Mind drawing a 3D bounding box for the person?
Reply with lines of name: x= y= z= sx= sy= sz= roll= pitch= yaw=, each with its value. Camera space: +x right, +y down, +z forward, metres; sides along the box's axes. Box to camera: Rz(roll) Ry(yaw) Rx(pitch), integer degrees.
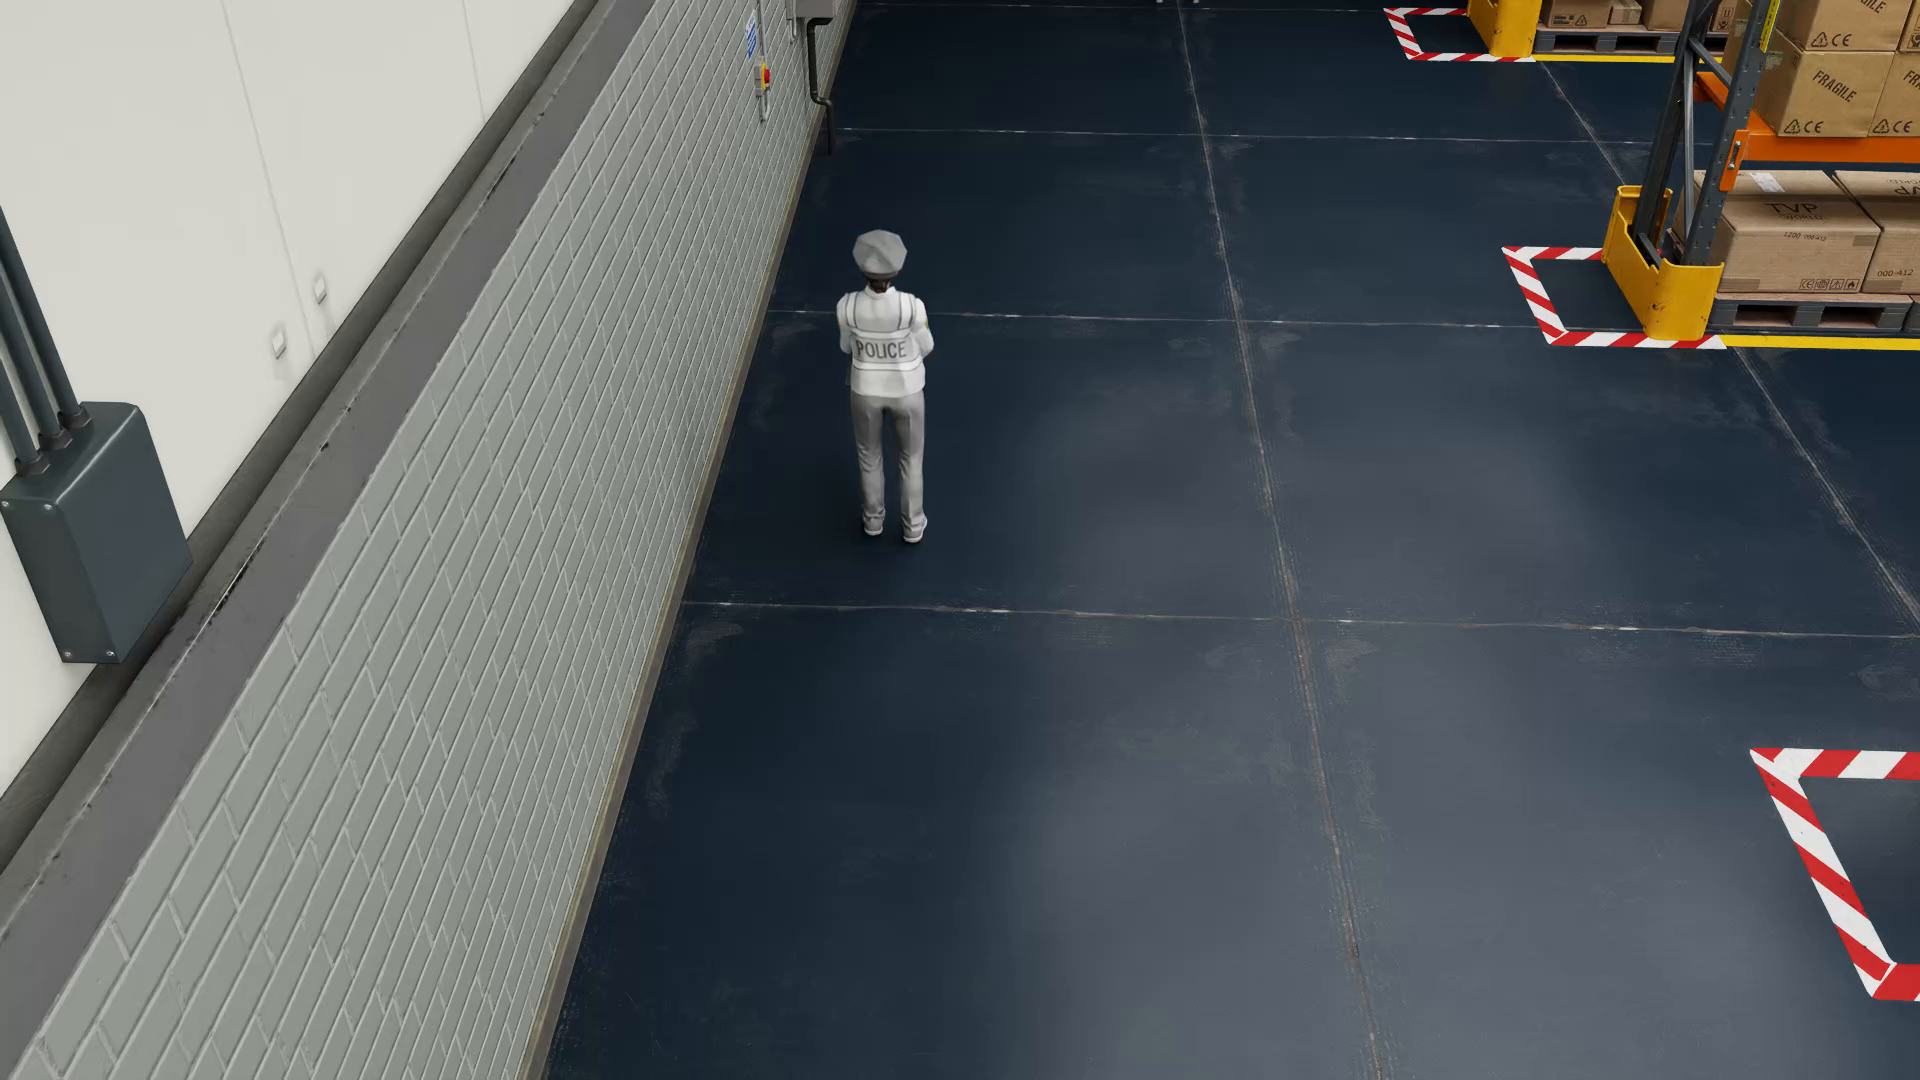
person: x=-0.353 y=-0.770 z=8.160 sx=0.457 sy=1.690 sz=0.539 roll=2 pitch=36 yaw=2
